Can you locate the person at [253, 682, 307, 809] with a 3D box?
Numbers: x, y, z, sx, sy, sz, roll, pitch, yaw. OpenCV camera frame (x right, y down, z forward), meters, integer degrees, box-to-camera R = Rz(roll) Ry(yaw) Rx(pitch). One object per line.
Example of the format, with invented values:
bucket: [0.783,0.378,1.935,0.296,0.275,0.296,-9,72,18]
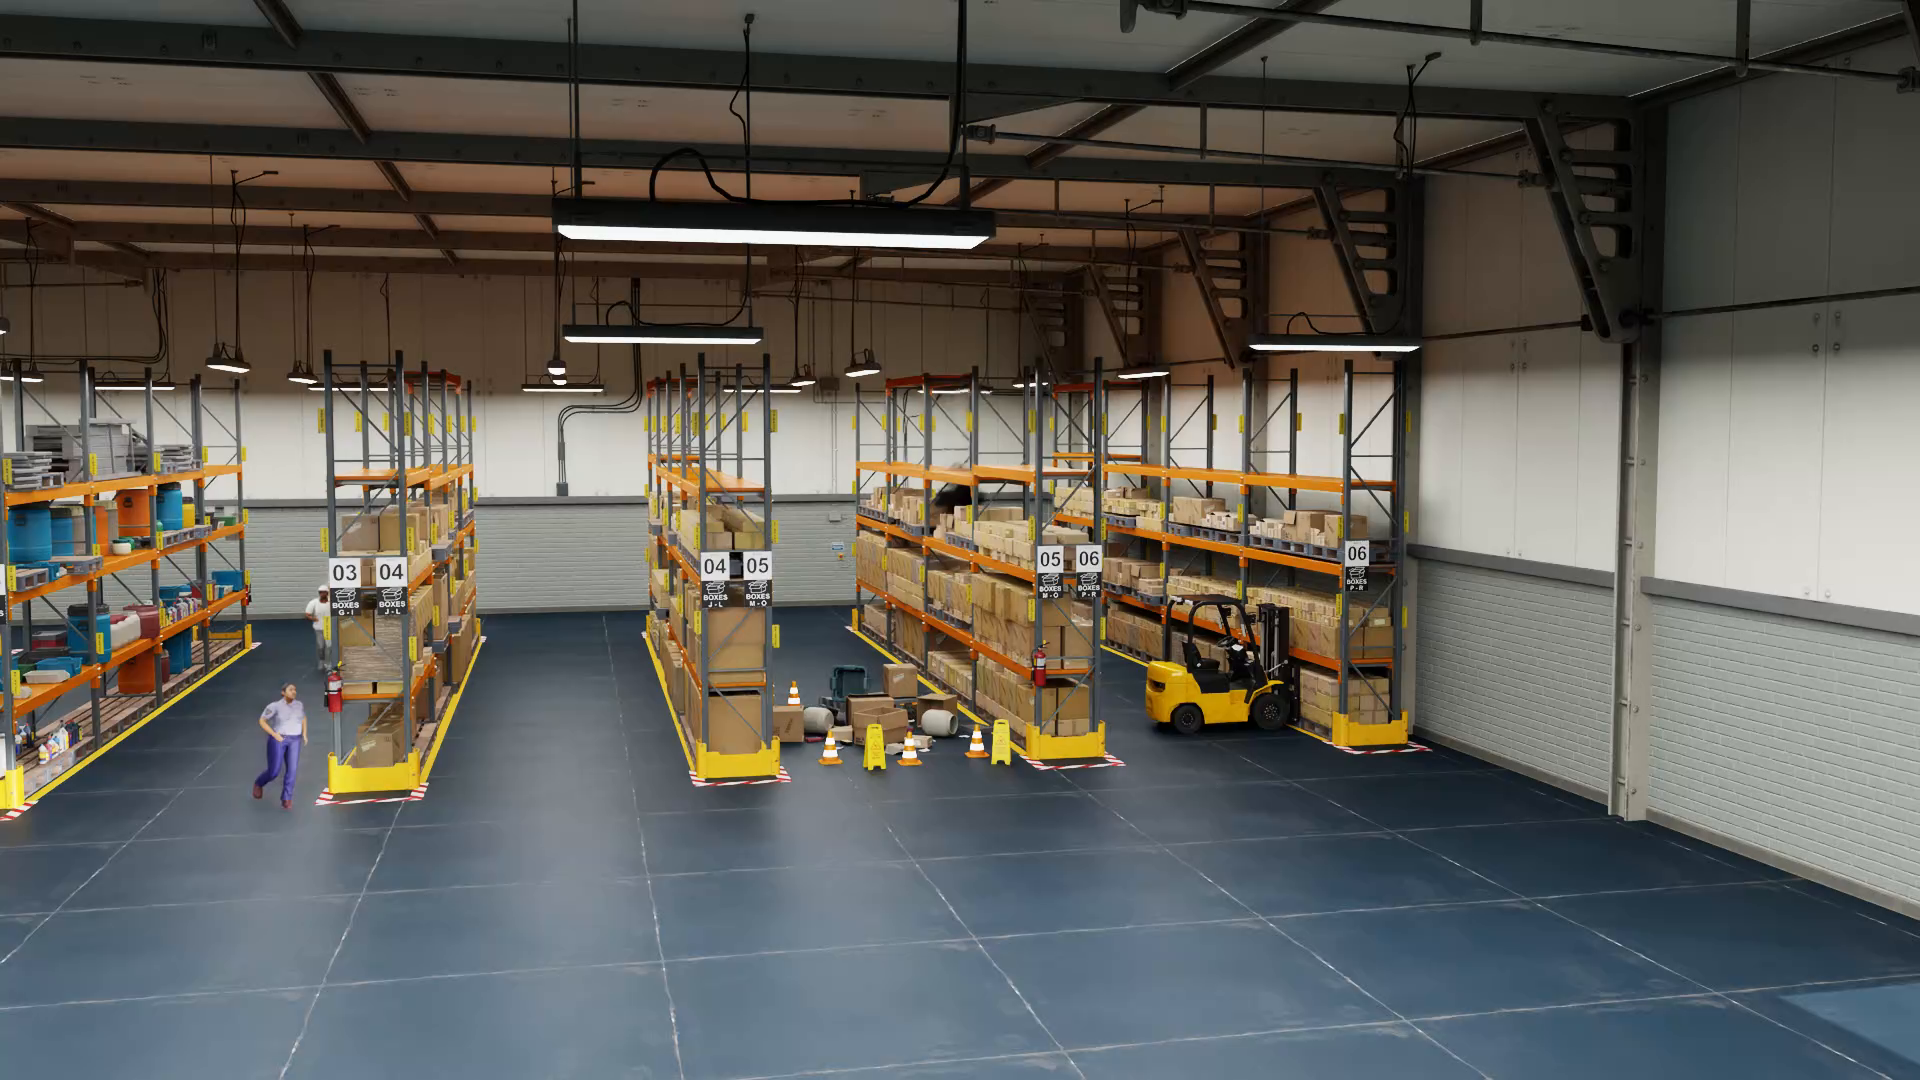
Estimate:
person: [-8.867,2.681,21.899,0.838,1.604,0.673,4,5,43]

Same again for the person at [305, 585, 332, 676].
person: [-12.758,1.792,33.388,0.723,1.795,0.864,-1,4,-20]

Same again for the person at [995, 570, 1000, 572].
person: [0.836,1.557,37.355,0.627,1.758,0.767,-2,4,-25]
